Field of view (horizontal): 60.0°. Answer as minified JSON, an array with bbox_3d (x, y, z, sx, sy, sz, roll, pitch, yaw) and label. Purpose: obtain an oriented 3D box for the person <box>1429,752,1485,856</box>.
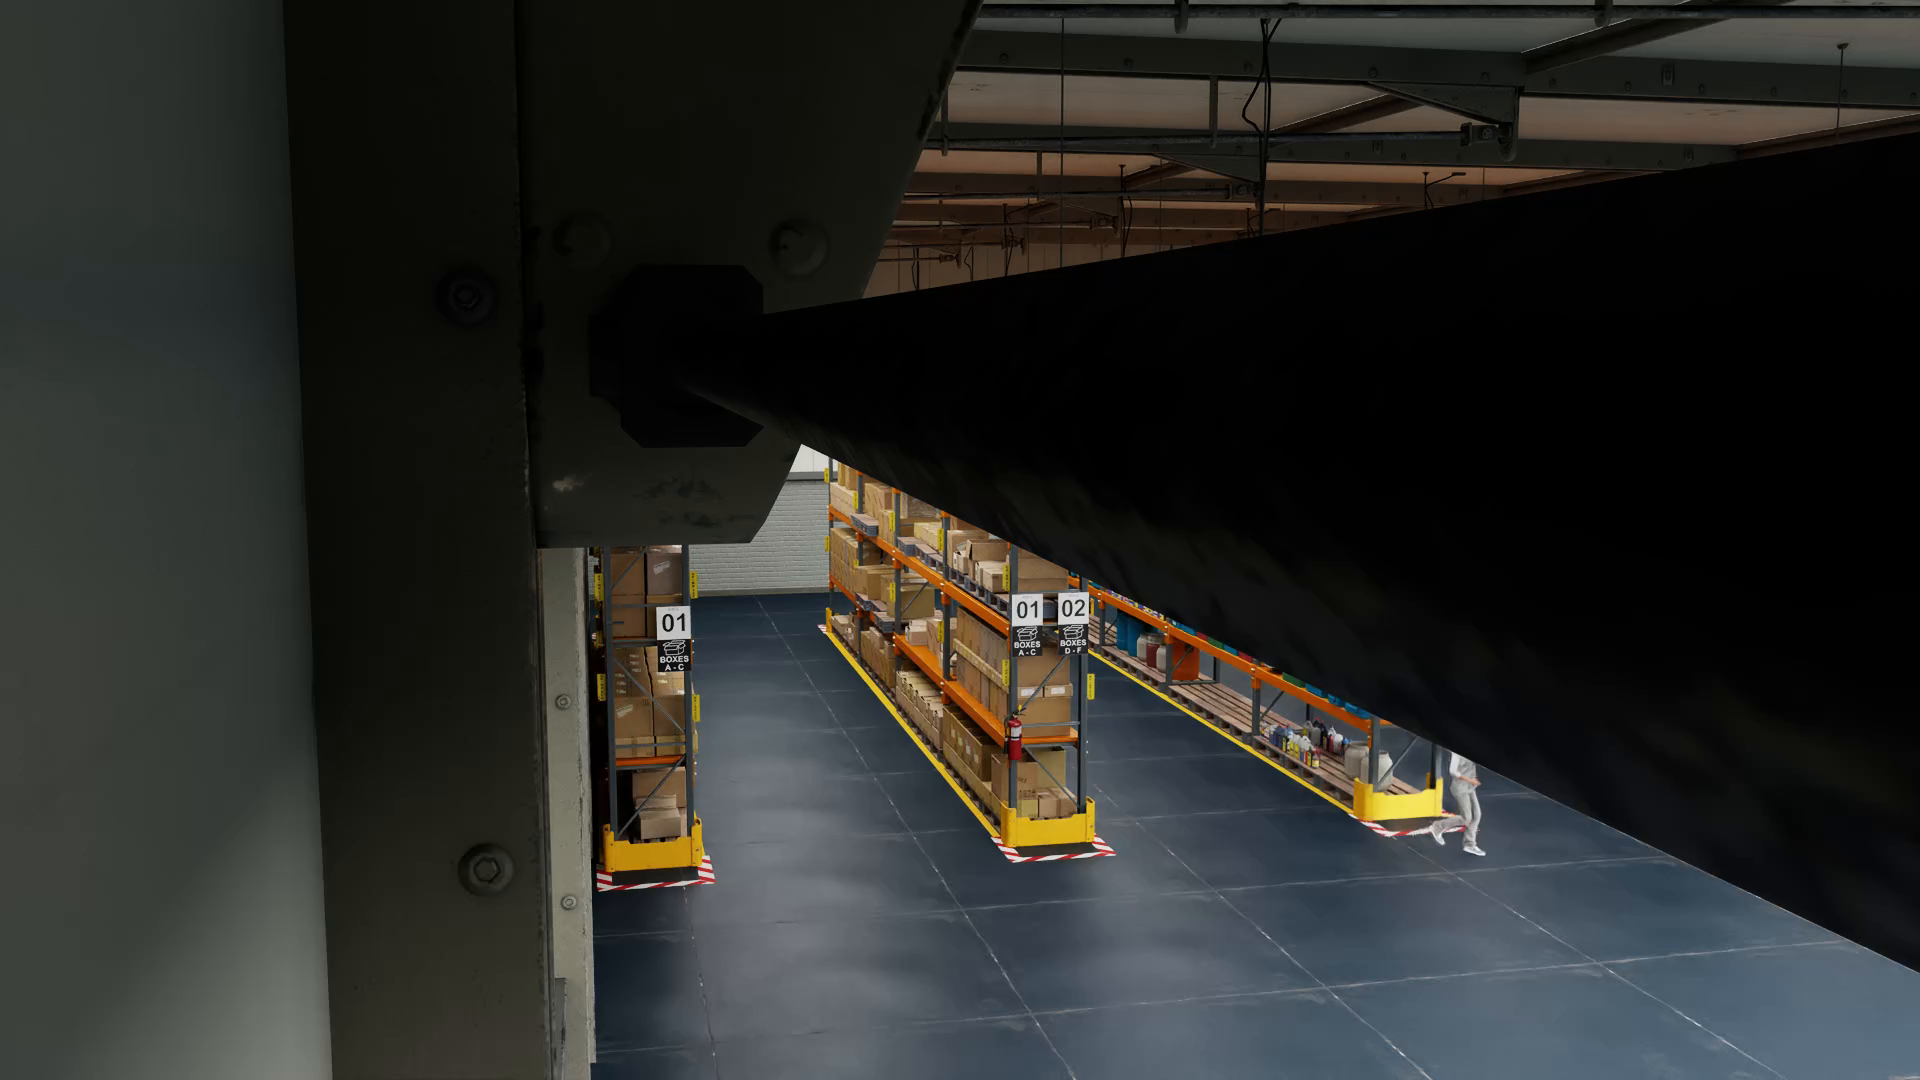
[{"bbox_3d":[6.201,3.116,20.643,0.682,1.586,0.555,4,8,30],"label":"person"}]
